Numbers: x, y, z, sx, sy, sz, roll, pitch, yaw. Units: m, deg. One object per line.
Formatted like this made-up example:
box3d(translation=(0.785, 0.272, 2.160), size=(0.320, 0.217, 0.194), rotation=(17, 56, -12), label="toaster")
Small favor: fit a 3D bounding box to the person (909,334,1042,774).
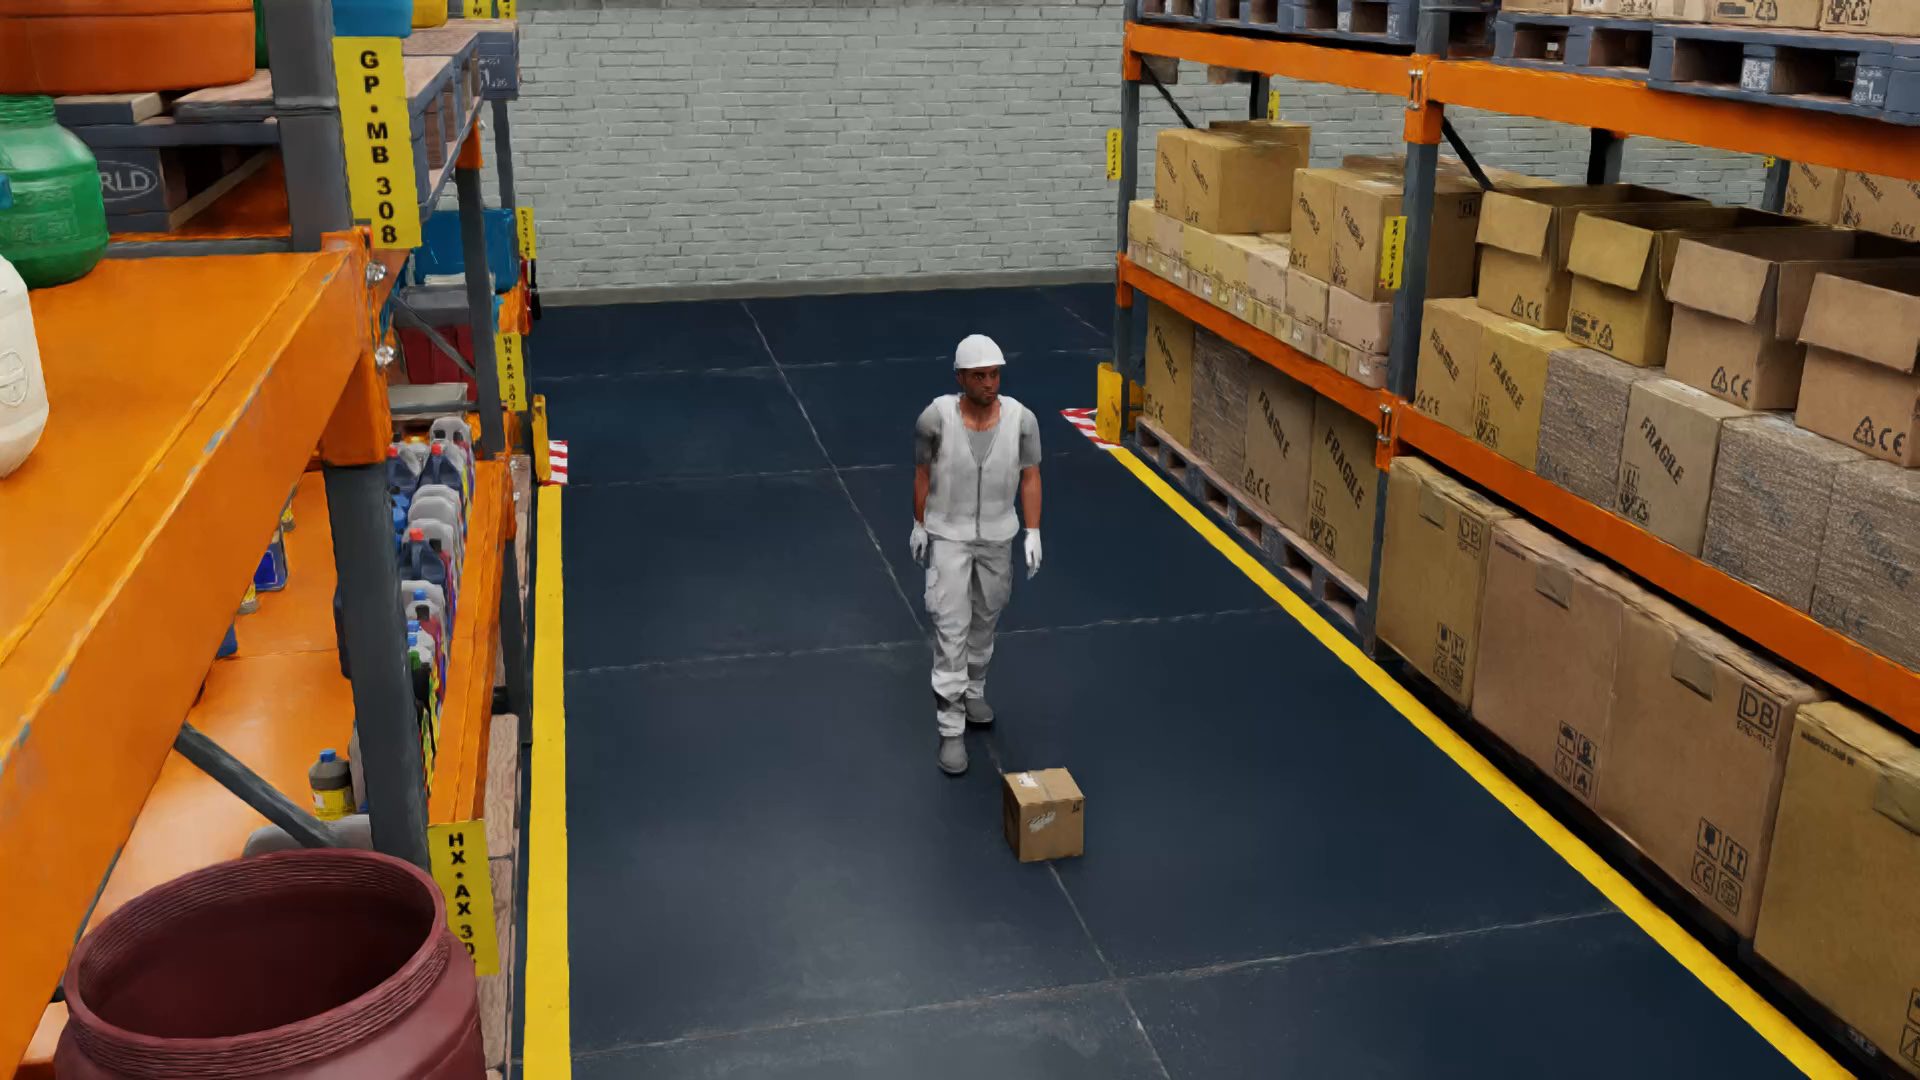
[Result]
box3d(translation=(0.094, 0.010, 6.972), size=(0.535, 1.777, 0.700), rotation=(-5, 20, -14), label="person")
